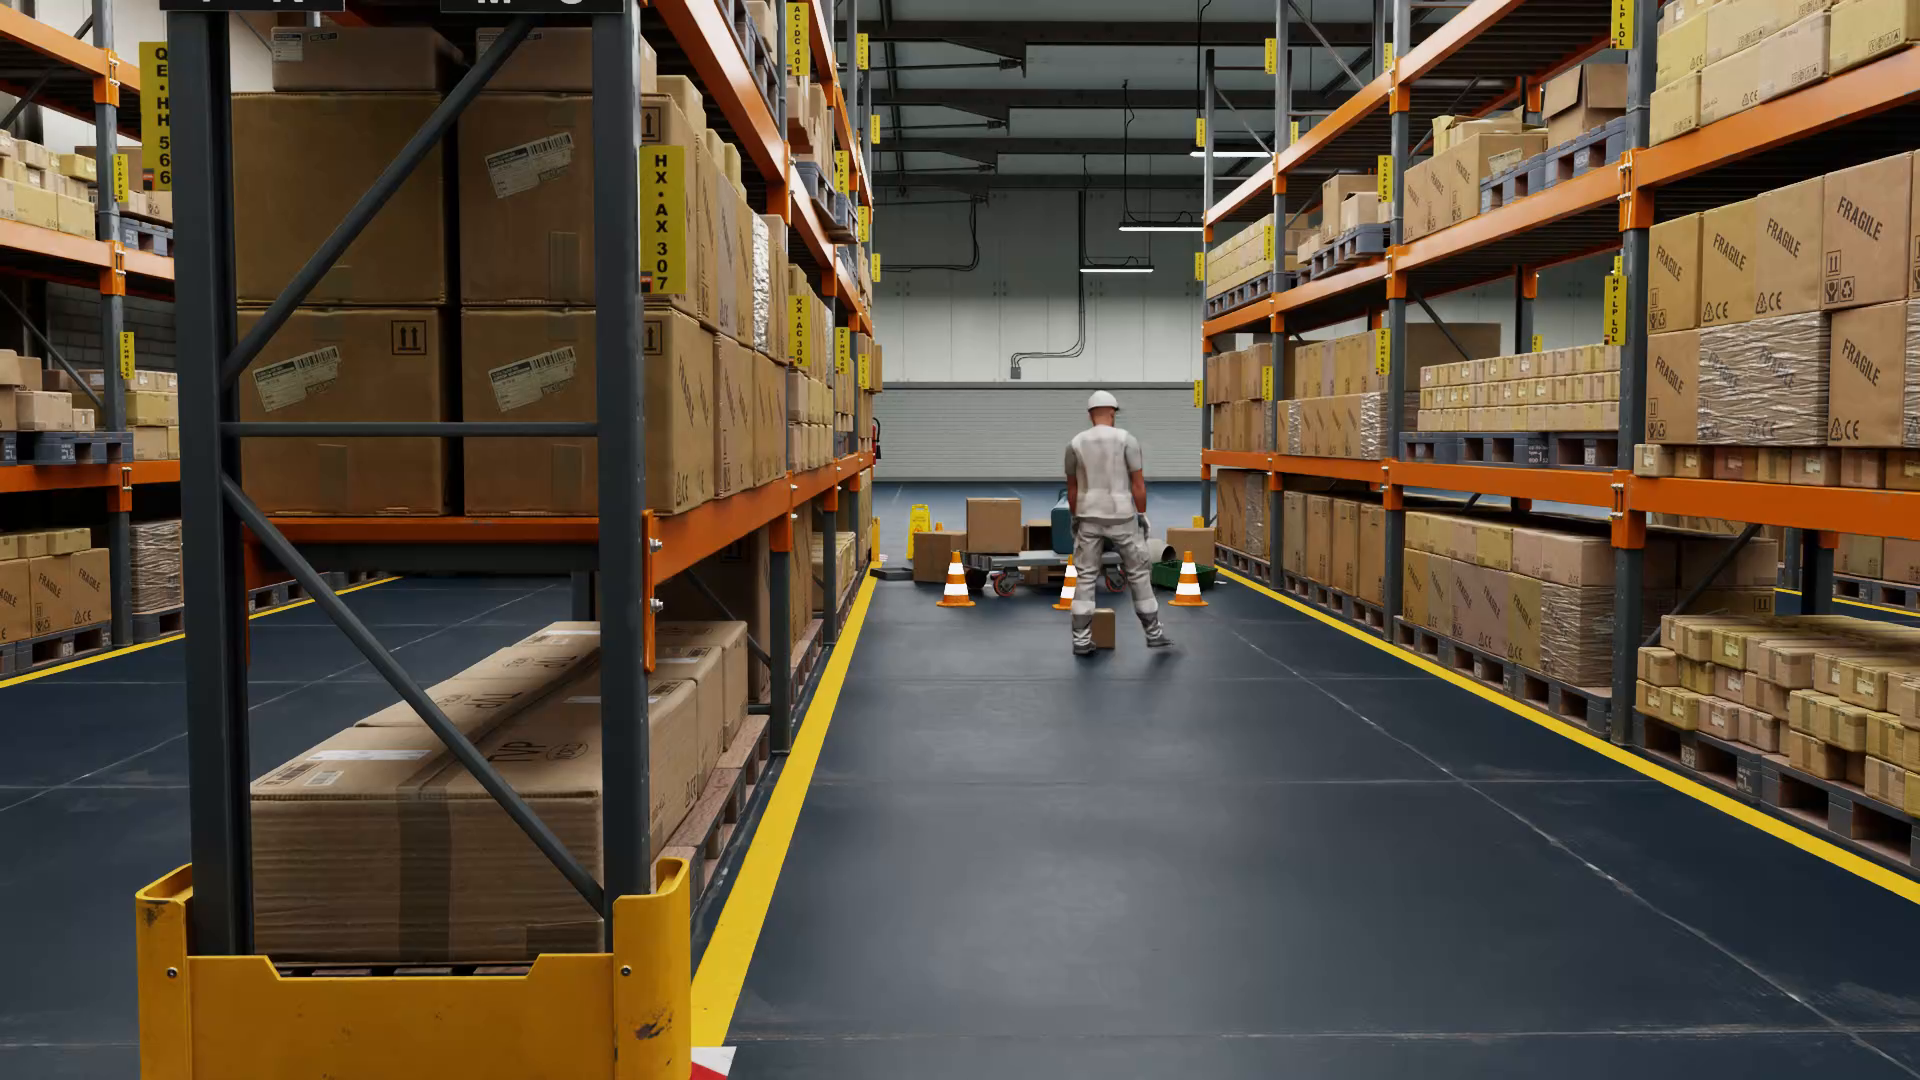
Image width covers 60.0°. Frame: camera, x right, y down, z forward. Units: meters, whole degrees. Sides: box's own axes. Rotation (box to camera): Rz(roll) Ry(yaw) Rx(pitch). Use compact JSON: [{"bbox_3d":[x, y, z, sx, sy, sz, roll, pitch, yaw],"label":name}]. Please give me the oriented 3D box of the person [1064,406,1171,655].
[{"bbox_3d":[14.055,-0.632,19.610,21.024,1.748,23.708,1,4,16],"label":"person"}]
